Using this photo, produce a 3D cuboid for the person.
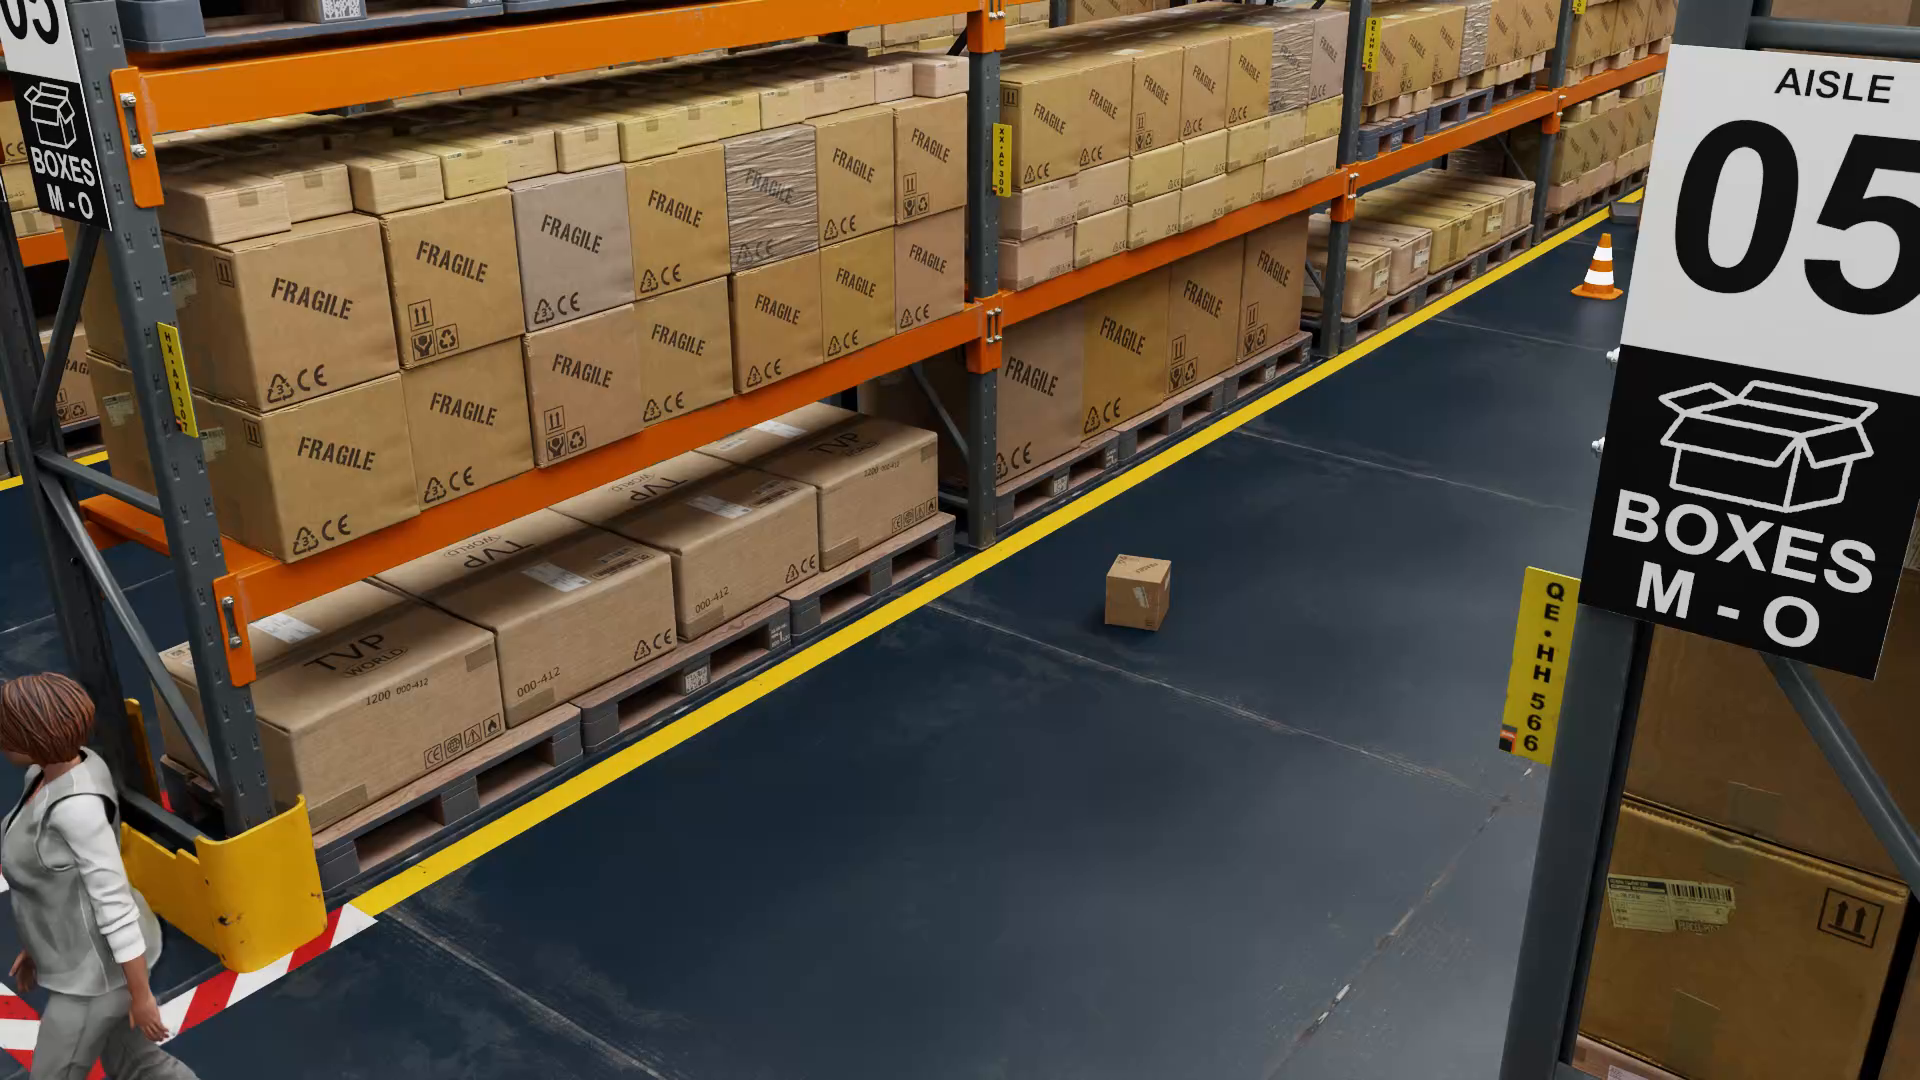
[{"bbox_3d":[-2.183,1.094,4.154,0.519,1.626,0.483,-12,27,-25],"label":"person"}]
